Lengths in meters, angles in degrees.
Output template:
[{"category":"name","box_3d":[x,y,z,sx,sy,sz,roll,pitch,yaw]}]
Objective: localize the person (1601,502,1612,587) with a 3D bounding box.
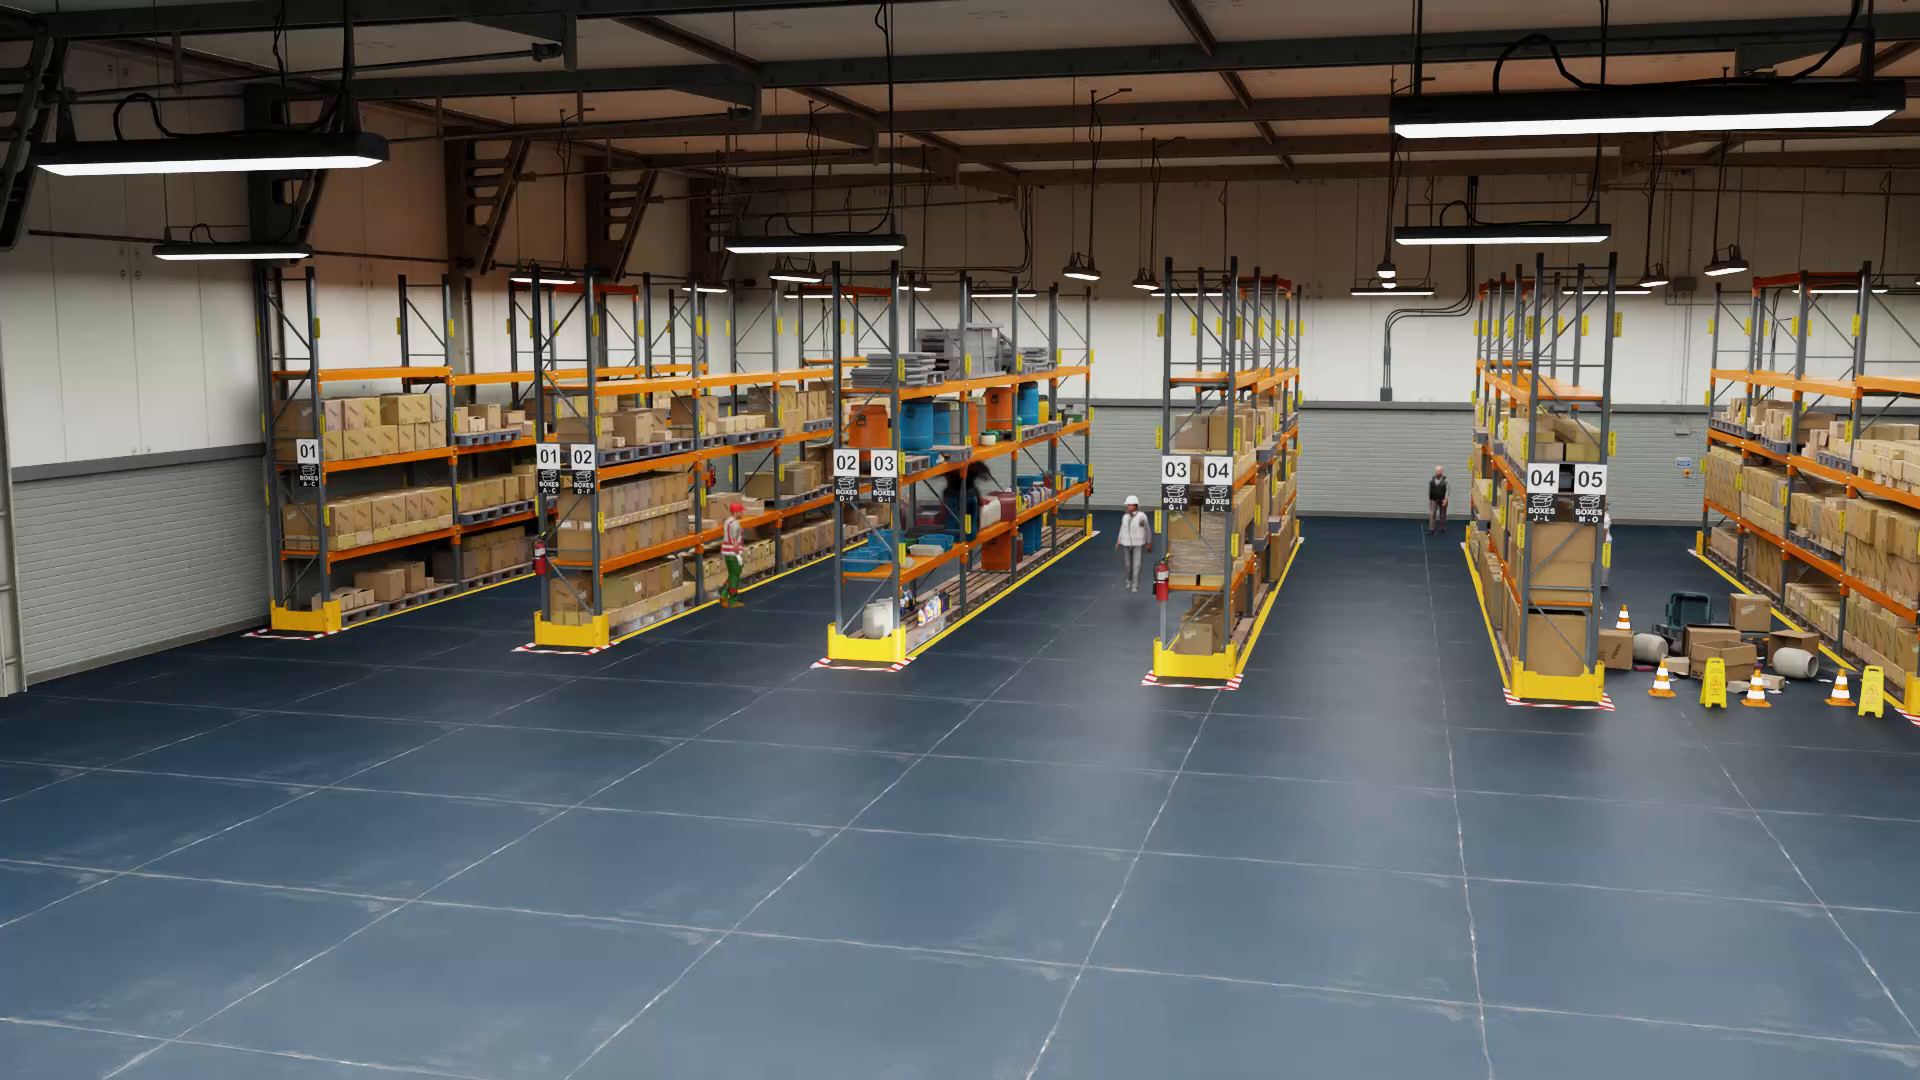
[{"category":"person","box_3d":[12.504,0.067,32.401,0.367,1.679,0.489,4,8,28]}]

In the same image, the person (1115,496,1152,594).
[{"category":"person","box_3d":[3.106,0.075,29.766,0.638,1.737,0.971,2,7,12]}]

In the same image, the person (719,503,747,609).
[{"category":"person","box_3d":[-3.864,0.277,28.129,0.453,1.826,0.556,-6,10,-41]}]

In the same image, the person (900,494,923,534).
[{"category":"person","box_3d":[-1.040,-0.093,33.353,0.715,1.709,0.936,2,8,15]}]

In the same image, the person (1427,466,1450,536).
[{"category":"person","box_3d":[11.573,-0.954,40.249,0.561,1.671,1.026,4,8,27]}]
